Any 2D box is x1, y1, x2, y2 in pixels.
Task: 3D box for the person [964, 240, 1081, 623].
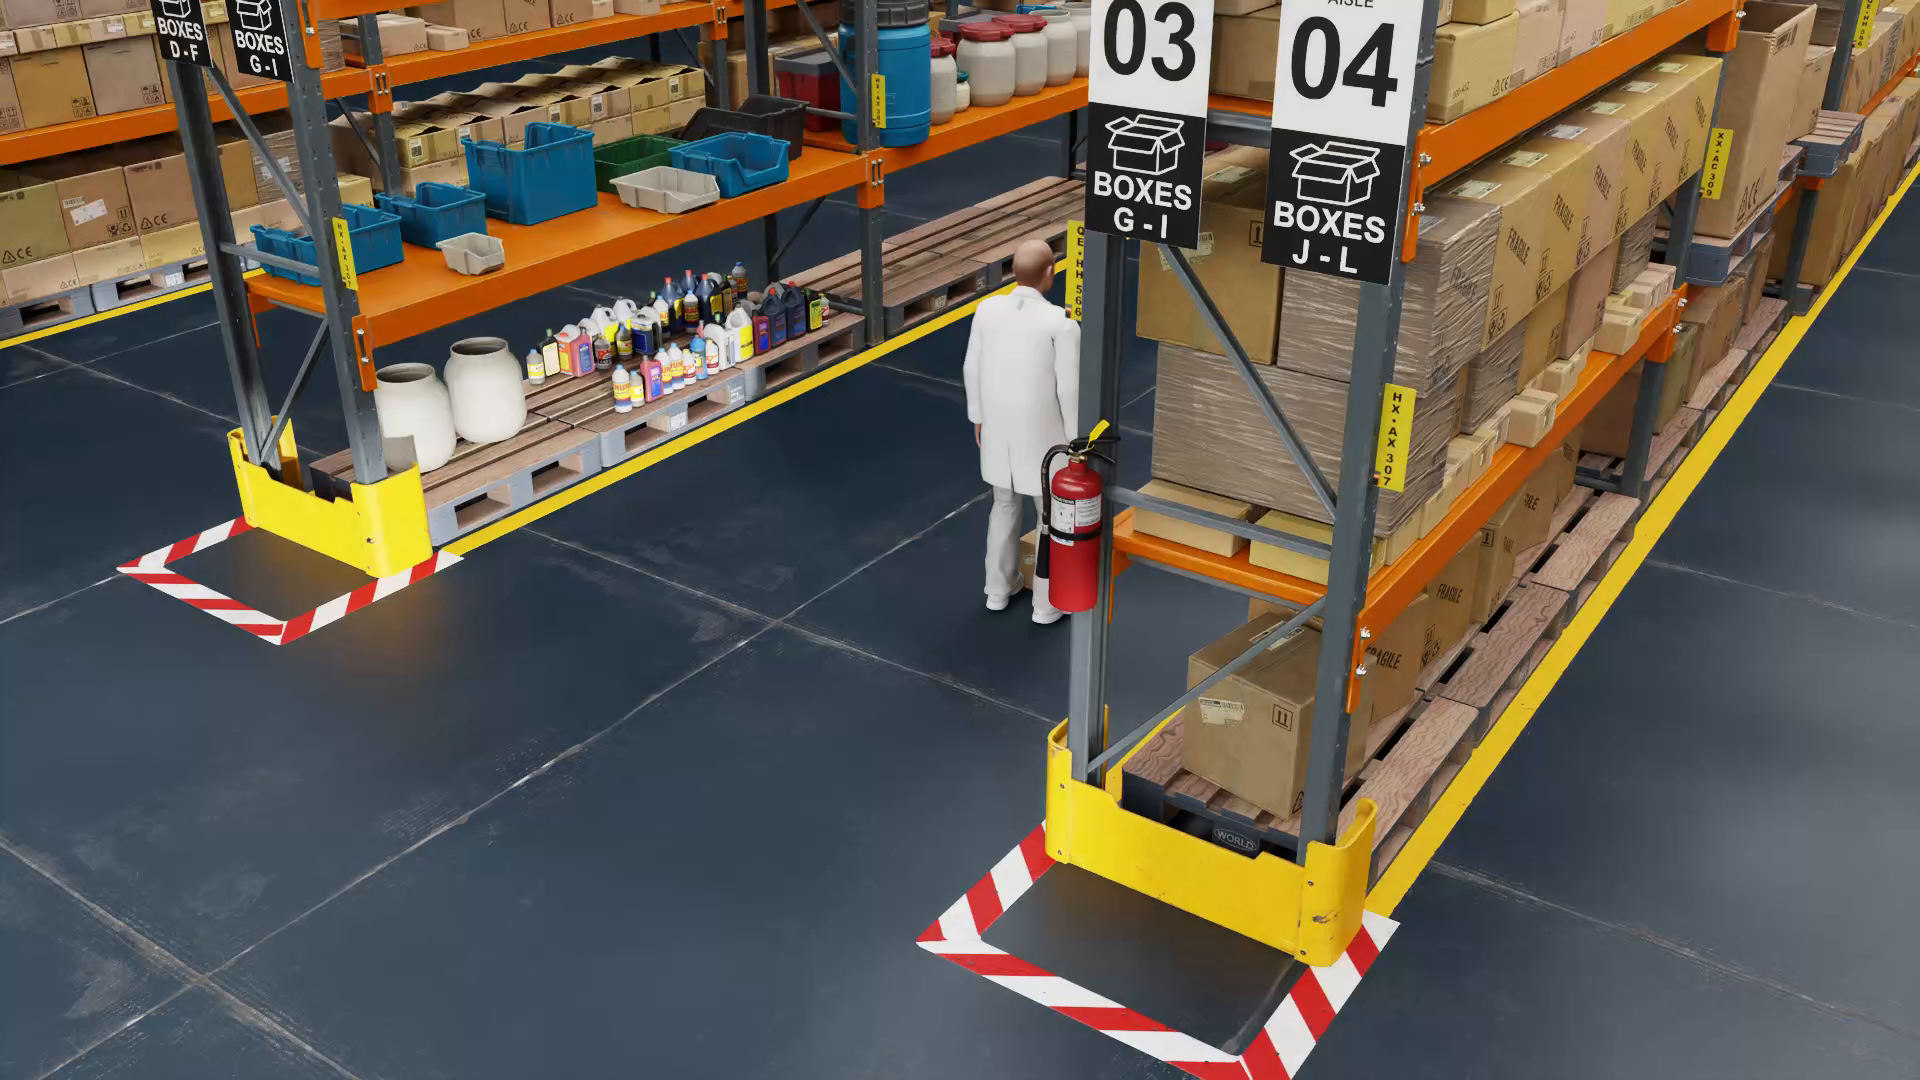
[{"bbox_3d":[0.314,-0.491,7.615,0.648,1.774,0.418,17,31,30],"label":"person"}]
